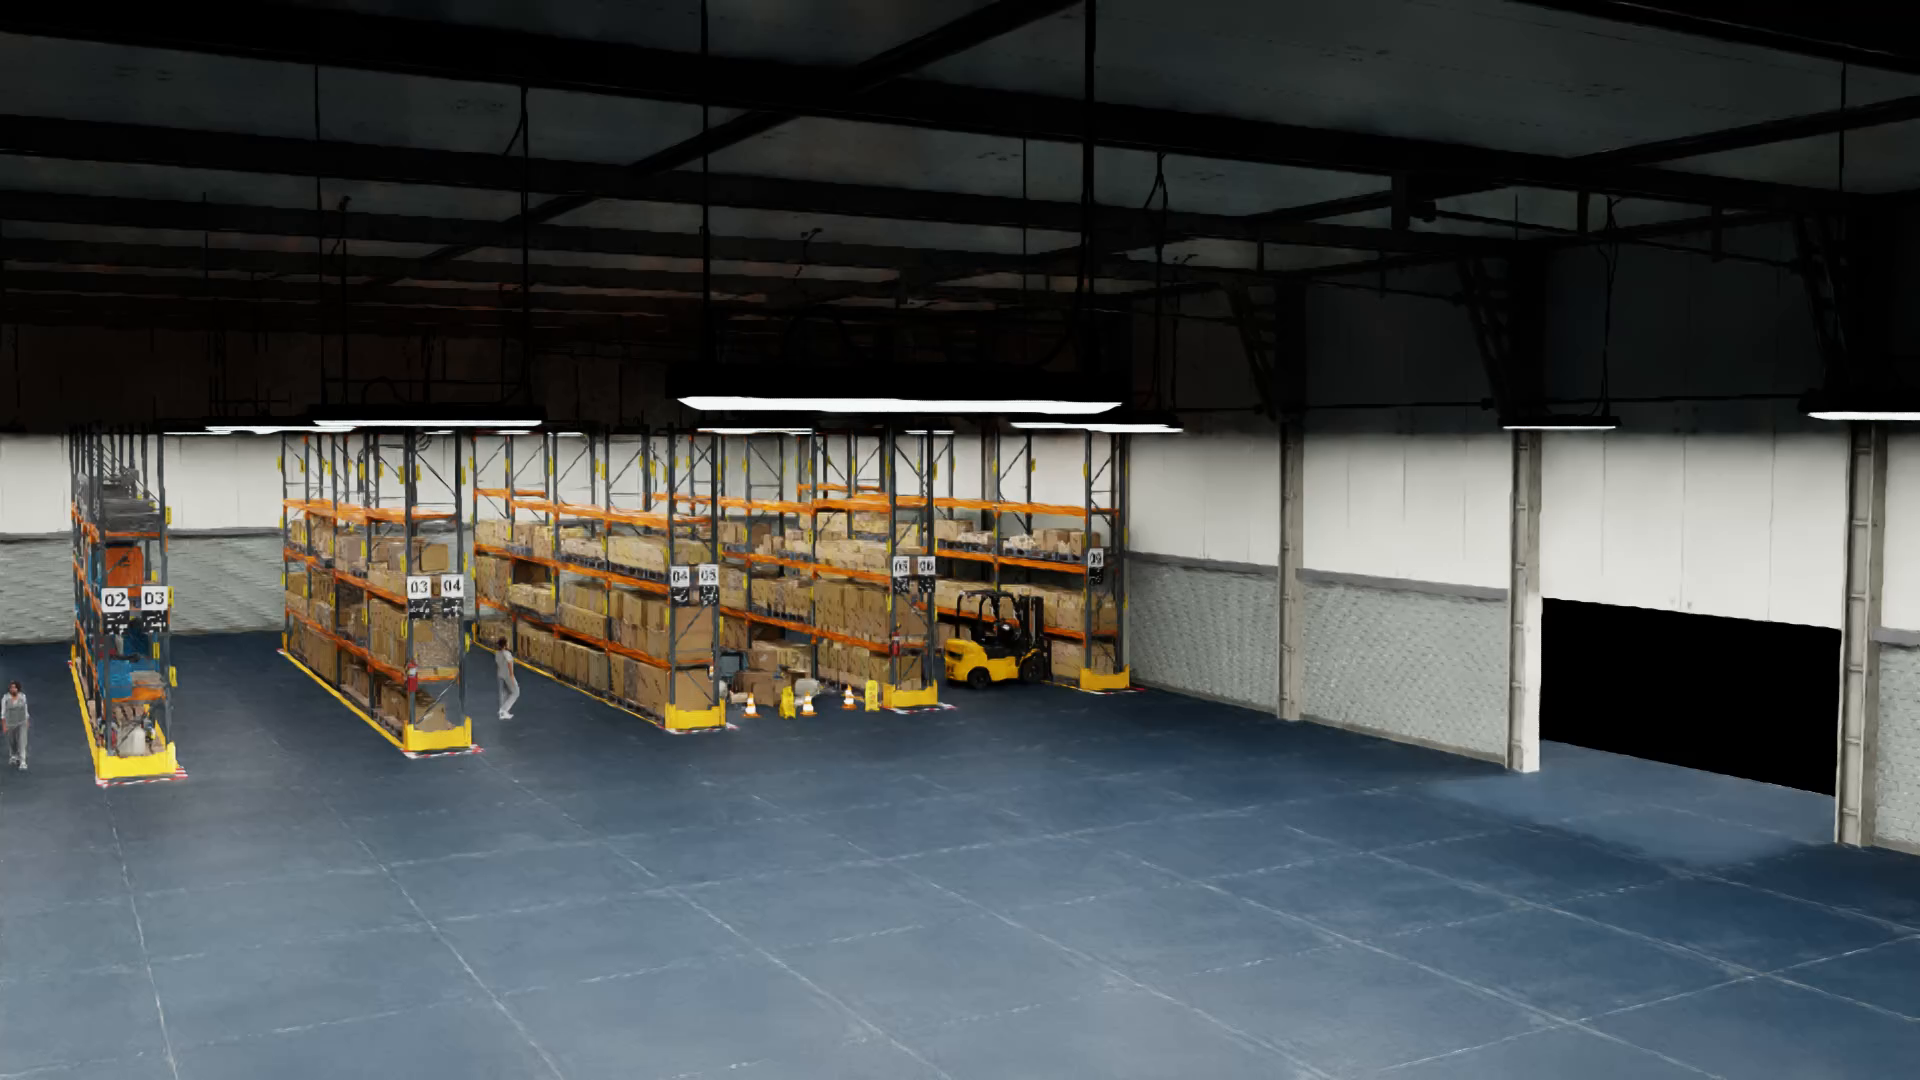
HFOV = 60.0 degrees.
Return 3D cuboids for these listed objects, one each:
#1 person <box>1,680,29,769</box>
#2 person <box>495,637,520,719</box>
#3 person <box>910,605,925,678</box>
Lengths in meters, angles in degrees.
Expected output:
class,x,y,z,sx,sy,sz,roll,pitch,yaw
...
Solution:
class,x,y,z,sx,sy,sz,roll,pitch,yaw
person,-16.369,3.169,28.798,0.417,1.517,1.037,-2,4,-27
person,-9.237,2.800,33.782,0.503,1.667,0.409,2,4,33
person,-1.104,2.407,39.503,0.576,1.718,0.626,0,4,2
